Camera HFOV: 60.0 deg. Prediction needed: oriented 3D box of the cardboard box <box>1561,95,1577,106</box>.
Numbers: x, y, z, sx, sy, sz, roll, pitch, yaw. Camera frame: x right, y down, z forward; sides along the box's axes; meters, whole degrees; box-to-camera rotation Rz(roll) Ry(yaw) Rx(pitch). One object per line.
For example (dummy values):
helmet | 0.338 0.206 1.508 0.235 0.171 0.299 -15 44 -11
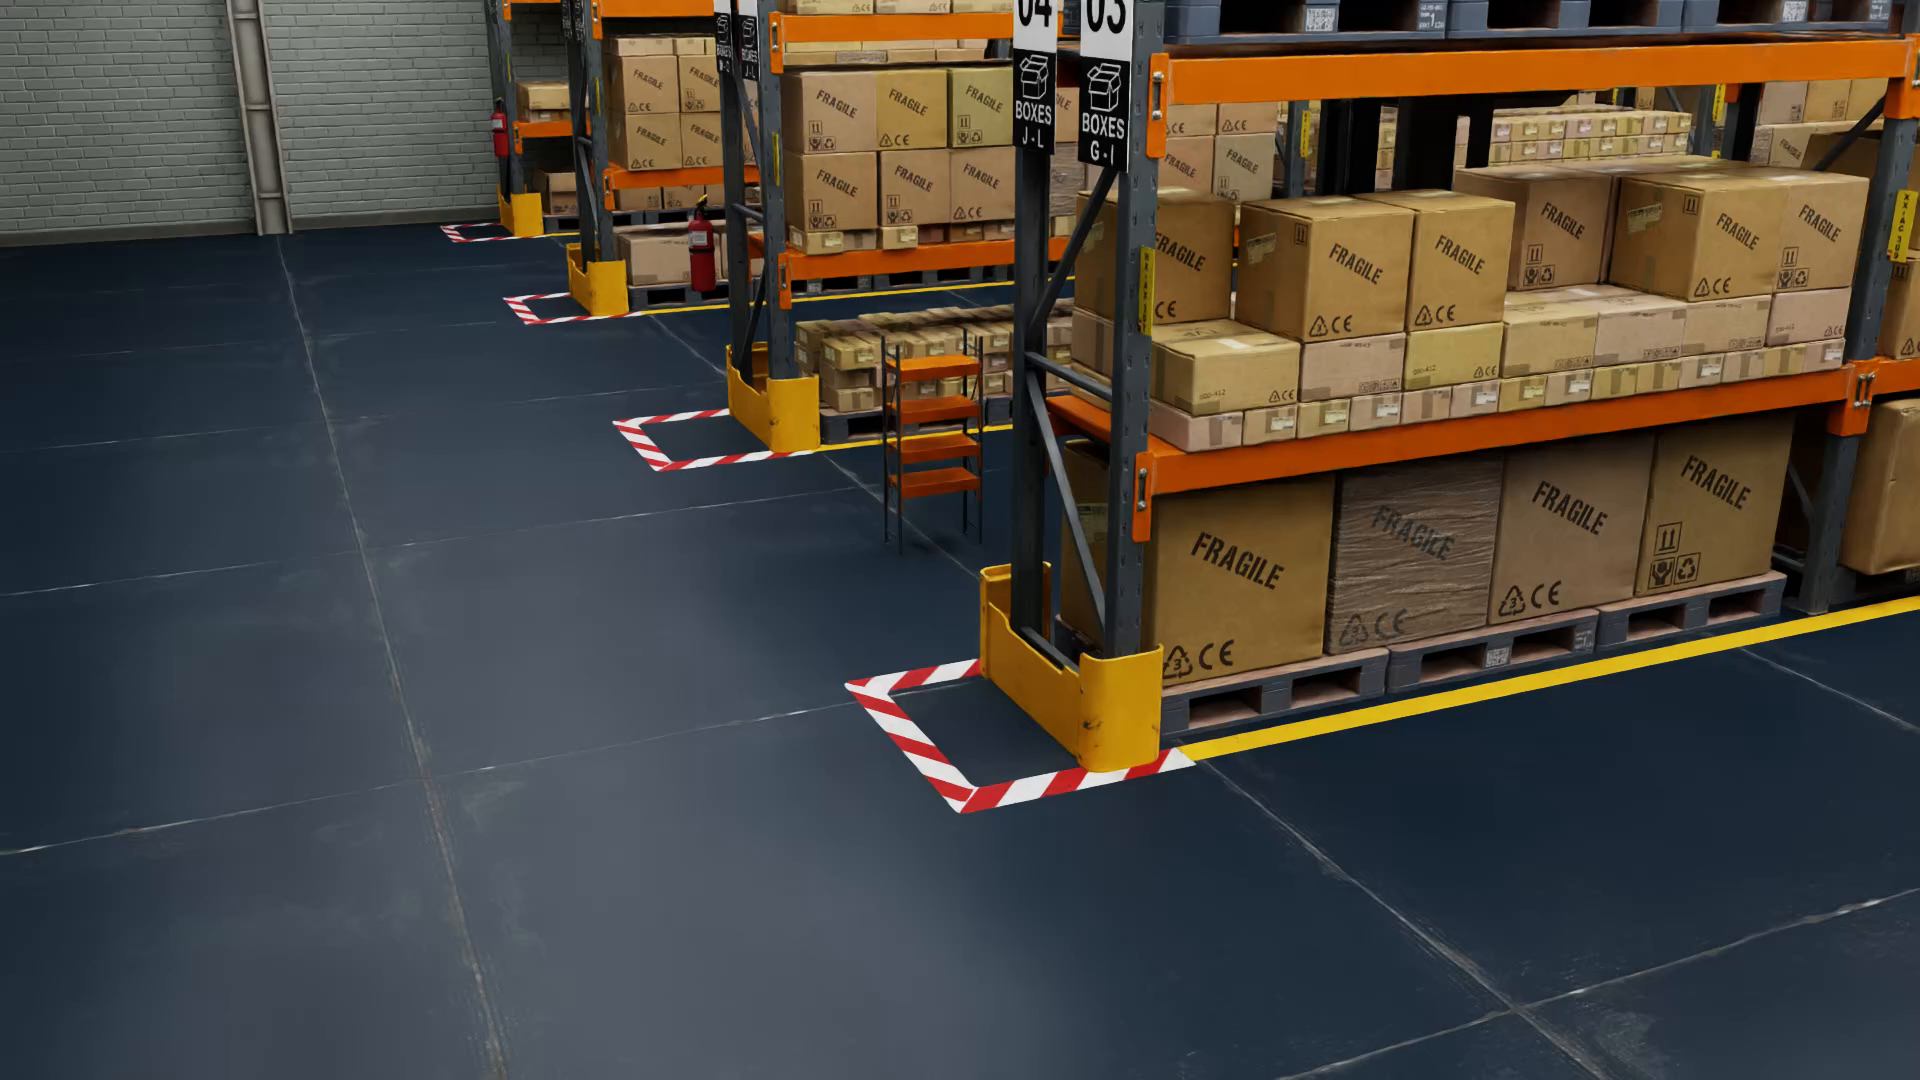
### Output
cardboard box | 6.965 -5.156 19.395 0.250 0.149 0.380 -9 21 -24

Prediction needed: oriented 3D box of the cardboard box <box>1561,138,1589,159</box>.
cardboard box | 4.740 -3.115 13.151 0.250 0.149 0.380 -8 21 -22

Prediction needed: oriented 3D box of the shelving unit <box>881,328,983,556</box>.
shelving unit | -0.152 -0.544 9.261 0.503 1.200 0.258 -8 21 -22

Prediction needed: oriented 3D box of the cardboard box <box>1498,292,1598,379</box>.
cardboard box | 2.446 -0.913 7.376 0.500 0.250 0.500 -9 21 -23

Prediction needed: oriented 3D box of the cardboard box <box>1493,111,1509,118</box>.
cardboard box | 4.251 -3.420 13.569 0.250 0.149 0.380 -7 21 -20

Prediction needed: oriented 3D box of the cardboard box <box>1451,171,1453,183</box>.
cardboard box | 3.543 -2.803 12.712 0.250 0.149 0.380 -8 21 -21

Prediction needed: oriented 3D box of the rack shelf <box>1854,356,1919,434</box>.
rack shelf | 5.993 -1.107 9.232 4.000 0.370 1.077 -8 21 -22

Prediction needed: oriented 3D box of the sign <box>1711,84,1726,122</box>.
sign | 6.182 -3.580 13.548 0.005 0.325 0.100 -8 21 -22

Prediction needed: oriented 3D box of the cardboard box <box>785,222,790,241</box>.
cardboard box | -1.200 -2.193 11.613 0.250 0.149 0.380 -8 21 -22

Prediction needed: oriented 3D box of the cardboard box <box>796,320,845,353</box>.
cardboard box | -1.002 -1.464 11.927 0.250 0.149 0.380 -8 21 -21

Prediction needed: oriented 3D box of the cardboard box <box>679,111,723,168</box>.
cardboard box | -2.433 -3.777 15.581 0.500 0.500 0.500 -8 21 -23

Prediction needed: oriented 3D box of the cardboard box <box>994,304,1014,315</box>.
cardboard box | 0.442 -1.663 12.493 0.250 0.149 0.380 -8 21 -22

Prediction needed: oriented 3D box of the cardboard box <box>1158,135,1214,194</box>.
cardboard box | 1.476 -2.679 12.015 0.500 0.500 0.500 -9 21 -23

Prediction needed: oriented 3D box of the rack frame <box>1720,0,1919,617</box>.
rack frame | 4.157 -1.183 8.366 0.127 3.000 1.000 -8 21 -22

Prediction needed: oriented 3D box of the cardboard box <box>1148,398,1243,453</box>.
cardboard box | 0.941 -0.484 6.760 0.250 0.149 0.380 -8 21 -21

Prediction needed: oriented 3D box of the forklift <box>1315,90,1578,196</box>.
forklift | 3.020 -1.861 10.393 3.031 2.935 1.130 -9 21 -24

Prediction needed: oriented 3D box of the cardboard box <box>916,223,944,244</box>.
cardboard box | -0.291 -2.148 11.484 0.250 0.149 0.380 -7 21 -19

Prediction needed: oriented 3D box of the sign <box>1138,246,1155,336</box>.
sign | 0.698 -0.933 6.231 0.005 0.325 0.100 -8 21 -22

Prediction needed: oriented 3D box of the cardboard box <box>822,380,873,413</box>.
cardboard box | -0.780 -1.007 11.527 0.250 0.149 0.380 -8 21 -21

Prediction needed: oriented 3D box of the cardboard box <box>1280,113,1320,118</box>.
cardboard box | 3.543 -4.515 18.054 0.500 0.250 0.500 -9 21 -24

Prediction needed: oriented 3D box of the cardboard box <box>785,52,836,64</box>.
cardboard box | -1.489 -4.380 15.789 0.500 0.500 0.500 -8 21 -22

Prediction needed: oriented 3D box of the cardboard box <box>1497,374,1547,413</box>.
cardboard box | 2.353 -0.687 7.336 0.250 0.149 0.380 -9 21 -23

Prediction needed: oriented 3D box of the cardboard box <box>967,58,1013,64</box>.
cardboard box | 0.358 -3.186 11.951 0.500 0.500 0.500 -9 21 -24

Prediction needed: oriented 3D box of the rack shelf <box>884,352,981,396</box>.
rack shelf | -0.152 -0.915 9.130 0.480 0.148 0.258 -8 21 -22

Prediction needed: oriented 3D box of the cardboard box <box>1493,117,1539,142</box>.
cardboard box | 4.262 -3.188 12.909 0.250 0.149 0.380 -7 21 -20

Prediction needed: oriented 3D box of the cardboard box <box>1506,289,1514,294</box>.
cardboard box | 2.234 -1.074 7.835 0.500 0.250 0.500 -8 21 -22

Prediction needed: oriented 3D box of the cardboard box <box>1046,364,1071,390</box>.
cardboard box | 0.635 -1.215 12.116 0.250 0.149 0.380 -8 21 -22

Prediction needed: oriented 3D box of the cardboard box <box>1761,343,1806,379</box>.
cardboard box | 3.770 -0.891 7.913 0.250 0.149 0.380 -8 21 -21

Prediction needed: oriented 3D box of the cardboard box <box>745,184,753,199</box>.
cardboard box | -2.836 -4.500 21.446 0.250 0.149 0.380 -8 21 -23

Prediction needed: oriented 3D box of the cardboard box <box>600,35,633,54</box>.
cardboard box | -3.191 -4.612 15.471 0.250 0.149 0.380 -8 21 -21

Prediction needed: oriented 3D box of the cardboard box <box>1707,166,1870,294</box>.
cardboard box | 3.841 -1.464 7.813 0.500 0.500 0.500 -8 21 -20

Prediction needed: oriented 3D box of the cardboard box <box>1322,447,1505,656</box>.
cardboard box | 1.876 -0.081 7.803 0.875 0.875 0.875 -8 21 -22

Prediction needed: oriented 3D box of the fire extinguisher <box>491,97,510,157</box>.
fire extinguisher | -5.363 -4.819 19.371 0.183 0.674 0.296 -8 21 -22

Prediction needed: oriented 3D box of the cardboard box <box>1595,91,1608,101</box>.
cardboard box | 7.887 -5.579 20.253 0.500 0.500 0.500 -9 21 -23

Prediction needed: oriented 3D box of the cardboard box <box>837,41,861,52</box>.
cardboard box | -1.124 -4.743 15.845 0.250 0.149 0.380 -9 21 -23

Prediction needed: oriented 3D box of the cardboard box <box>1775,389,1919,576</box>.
cardboard box | 4.737 -0.469 8.905 0.875 0.875 1.225 -8 21 -22

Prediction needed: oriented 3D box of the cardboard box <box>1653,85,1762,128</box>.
cardboard box | 6.374 -3.810 14.170 0.500 0.500 0.700 -8 21 -22

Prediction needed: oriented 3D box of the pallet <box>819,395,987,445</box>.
pallet | -0.558 -0.974 11.969 1.213 0.211 1.003 -8 21 -22

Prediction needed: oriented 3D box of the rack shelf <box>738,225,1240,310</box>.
rack shelf | 0.449 -2.106 12.071 4.000 0.370 1.077 -8 21 -22

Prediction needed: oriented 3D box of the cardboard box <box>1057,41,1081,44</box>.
cardboard box | 1.015 -4.930 17.350 0.500 0.500 0.500 -8 21 -21

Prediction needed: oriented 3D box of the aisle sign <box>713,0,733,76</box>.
aisle sign | -1.574 -3.491 11.006 0.004 0.787 0.394 -8 21 -22

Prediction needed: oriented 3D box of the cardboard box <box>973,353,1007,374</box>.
cardboard box | 0.143 -1.310 11.937 0.250 0.149 0.380 -9 21 -25

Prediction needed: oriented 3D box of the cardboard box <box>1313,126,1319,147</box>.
cardboard box | 2.829 -2.981 12.321 0.250 0.149 0.380 -7 21 -19

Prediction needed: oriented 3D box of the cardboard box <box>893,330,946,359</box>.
cardboard box | -0.284 -1.349 11.601 0.250 0.149 0.380 -8 21 -22

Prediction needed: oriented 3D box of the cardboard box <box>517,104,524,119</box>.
cardboard box | -5.213 -5.199 20.150 0.250 0.149 0.380 -8 21 -23

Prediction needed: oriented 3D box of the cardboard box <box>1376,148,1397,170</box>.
cardboard box | 3.066 -2.875 12.469 0.250 0.149 0.380 -9 21 -23

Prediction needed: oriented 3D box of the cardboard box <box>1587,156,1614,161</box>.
cardboard box | 4.992 -3.012 13.306 0.250 0.149 0.380 -8 21 -23

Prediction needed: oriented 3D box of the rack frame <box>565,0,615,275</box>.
rack frame | -3.441 -3.679 15.454 0.127 3.000 1.000 -8 21 -22

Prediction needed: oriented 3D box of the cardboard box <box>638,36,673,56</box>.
cardboard box | -2.793 -4.522 15.216 0.250 0.149 0.380 -8 21 -21

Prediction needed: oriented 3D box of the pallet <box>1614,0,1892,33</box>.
pallet | 3.402 -2.452 7.586 1.213 0.211 1.003 -8 21 -22

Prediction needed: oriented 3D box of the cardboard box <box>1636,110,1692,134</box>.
cardboard box | 5.689 -3.391 13.487 0.250 0.149 0.380 -9 21 -24

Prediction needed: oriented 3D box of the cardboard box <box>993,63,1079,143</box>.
cardboard box | 0.543 -3.018 11.473 0.500 0.500 0.500 -9 21 -24
